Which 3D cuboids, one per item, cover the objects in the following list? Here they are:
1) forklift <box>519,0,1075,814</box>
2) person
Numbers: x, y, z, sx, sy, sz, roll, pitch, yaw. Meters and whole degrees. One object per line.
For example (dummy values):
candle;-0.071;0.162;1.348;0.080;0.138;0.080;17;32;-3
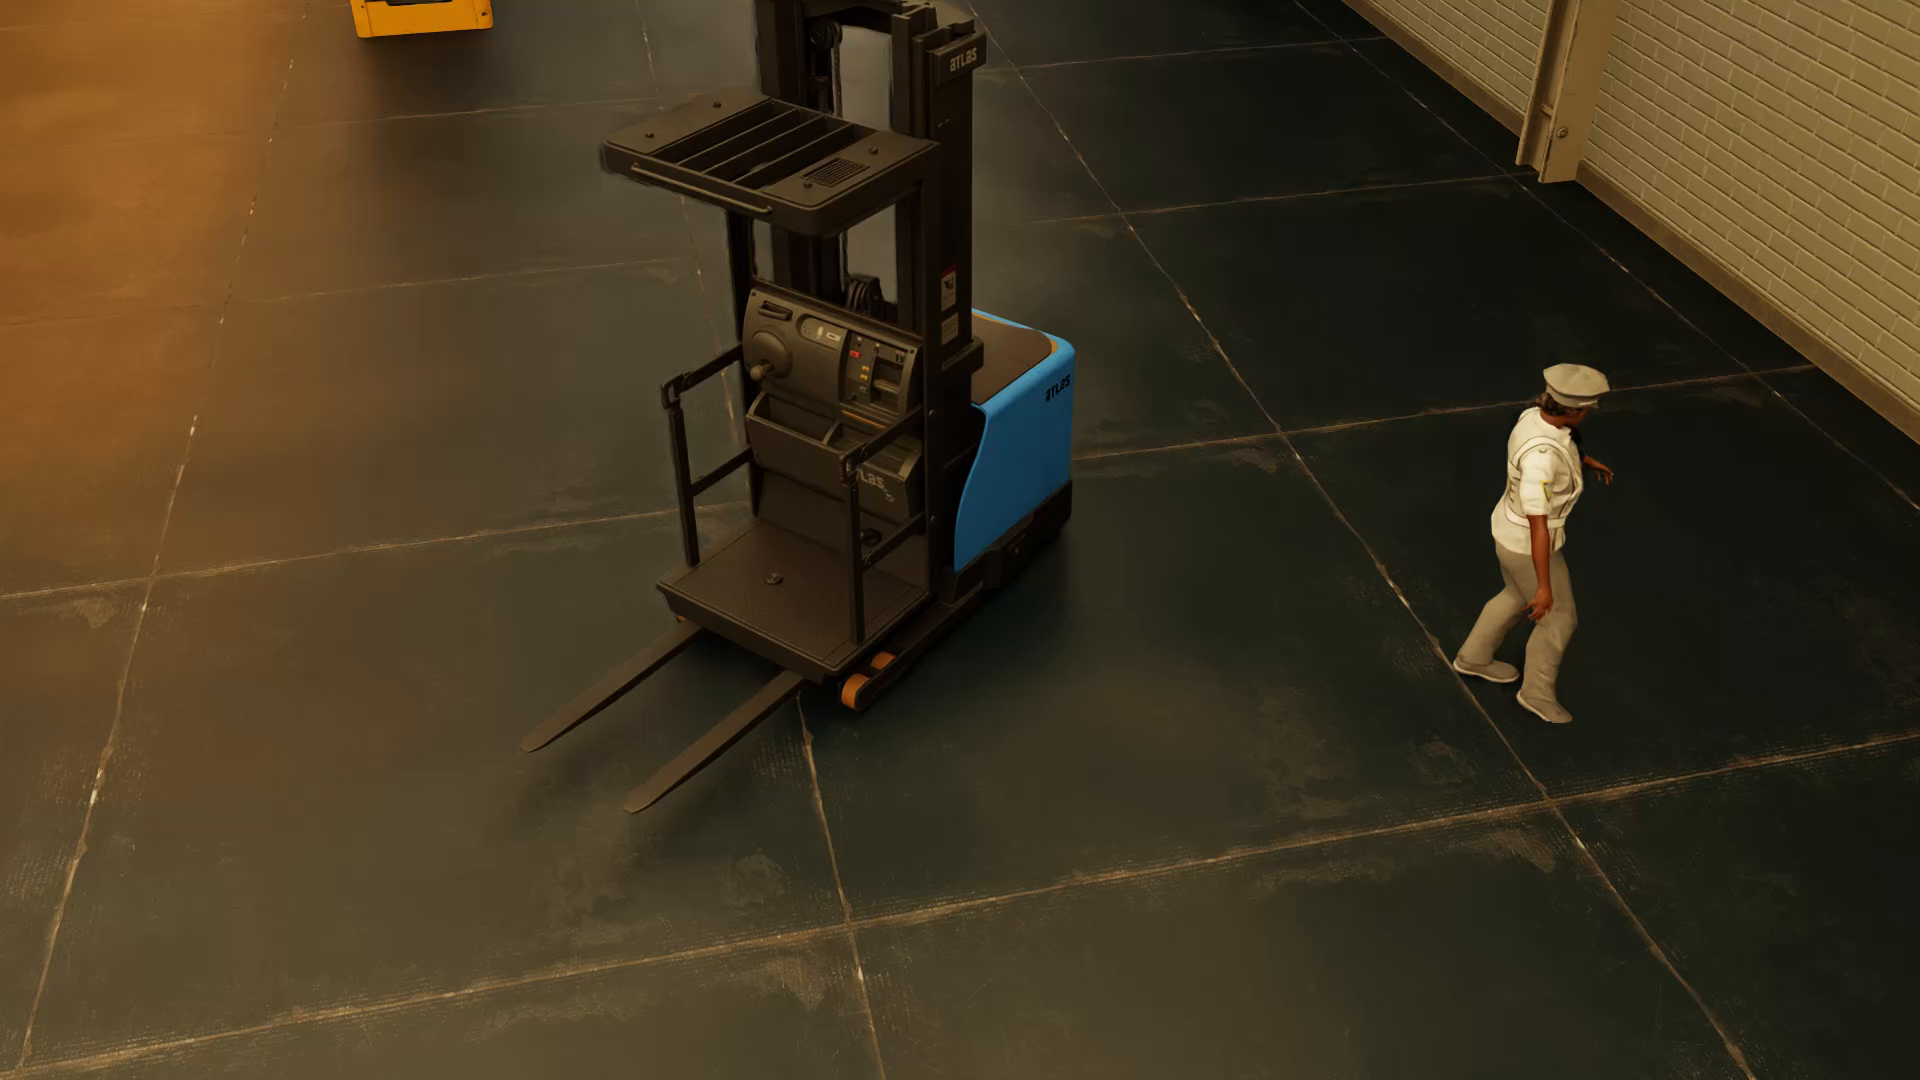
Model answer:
forklift;-0.695;-0.744;7.083;1.130;2.935;3.031;23;42;28
person;2.535;0.043;7.152;0.552;1.692;0.899;9;37;13
